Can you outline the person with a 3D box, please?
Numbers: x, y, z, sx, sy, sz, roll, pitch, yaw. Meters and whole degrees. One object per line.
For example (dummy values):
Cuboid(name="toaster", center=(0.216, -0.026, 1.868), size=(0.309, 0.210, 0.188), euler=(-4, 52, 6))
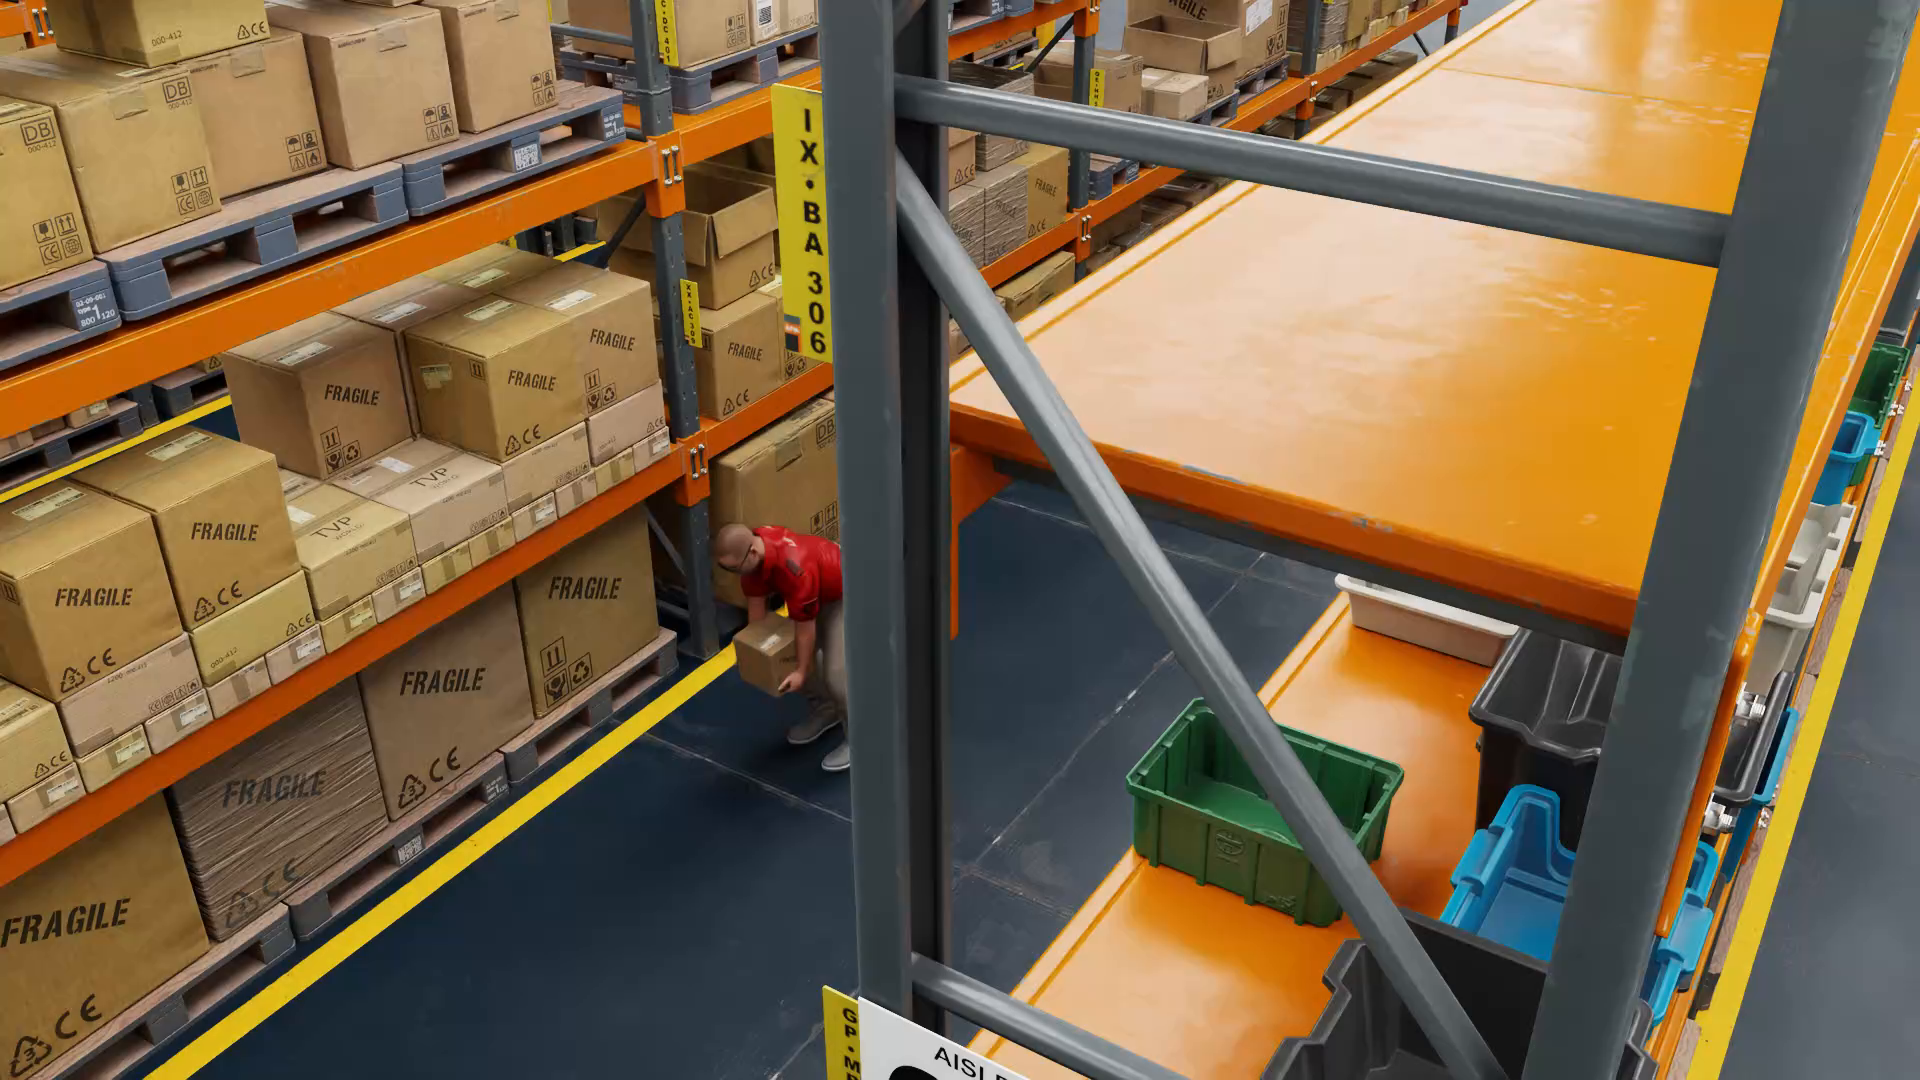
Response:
Cuboid(name="person", center=(-0.756, 0.452, 7.732), size=(0.833, 1.433, 0.478), euler=(-25, 39, -36))
